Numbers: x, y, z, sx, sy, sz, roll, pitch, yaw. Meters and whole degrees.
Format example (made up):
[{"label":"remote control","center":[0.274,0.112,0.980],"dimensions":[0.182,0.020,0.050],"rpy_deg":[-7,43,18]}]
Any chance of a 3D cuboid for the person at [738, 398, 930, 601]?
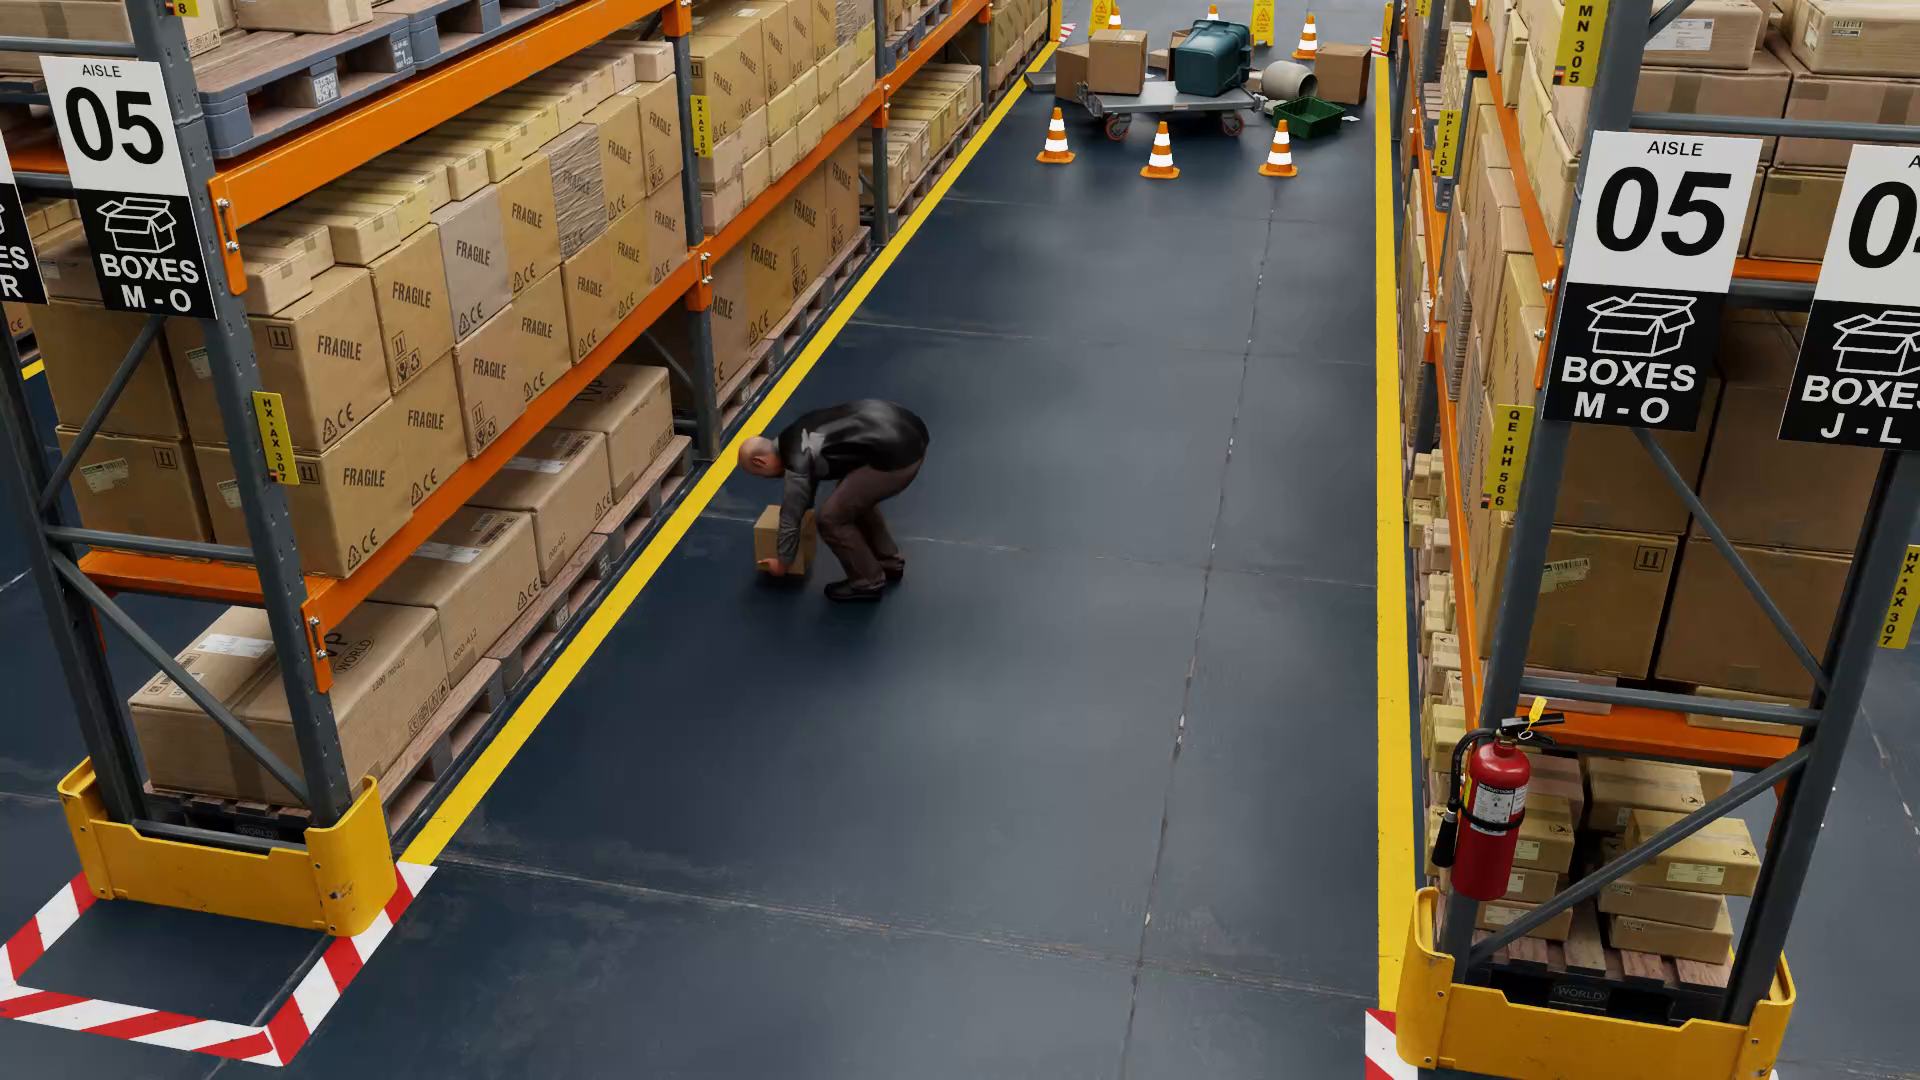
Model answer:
[{"label":"person","center":[-0.628,-0.224,8.297],"dimensions":[0.948,1.015,0.490],"rpy_deg":[4,29,8]}]
